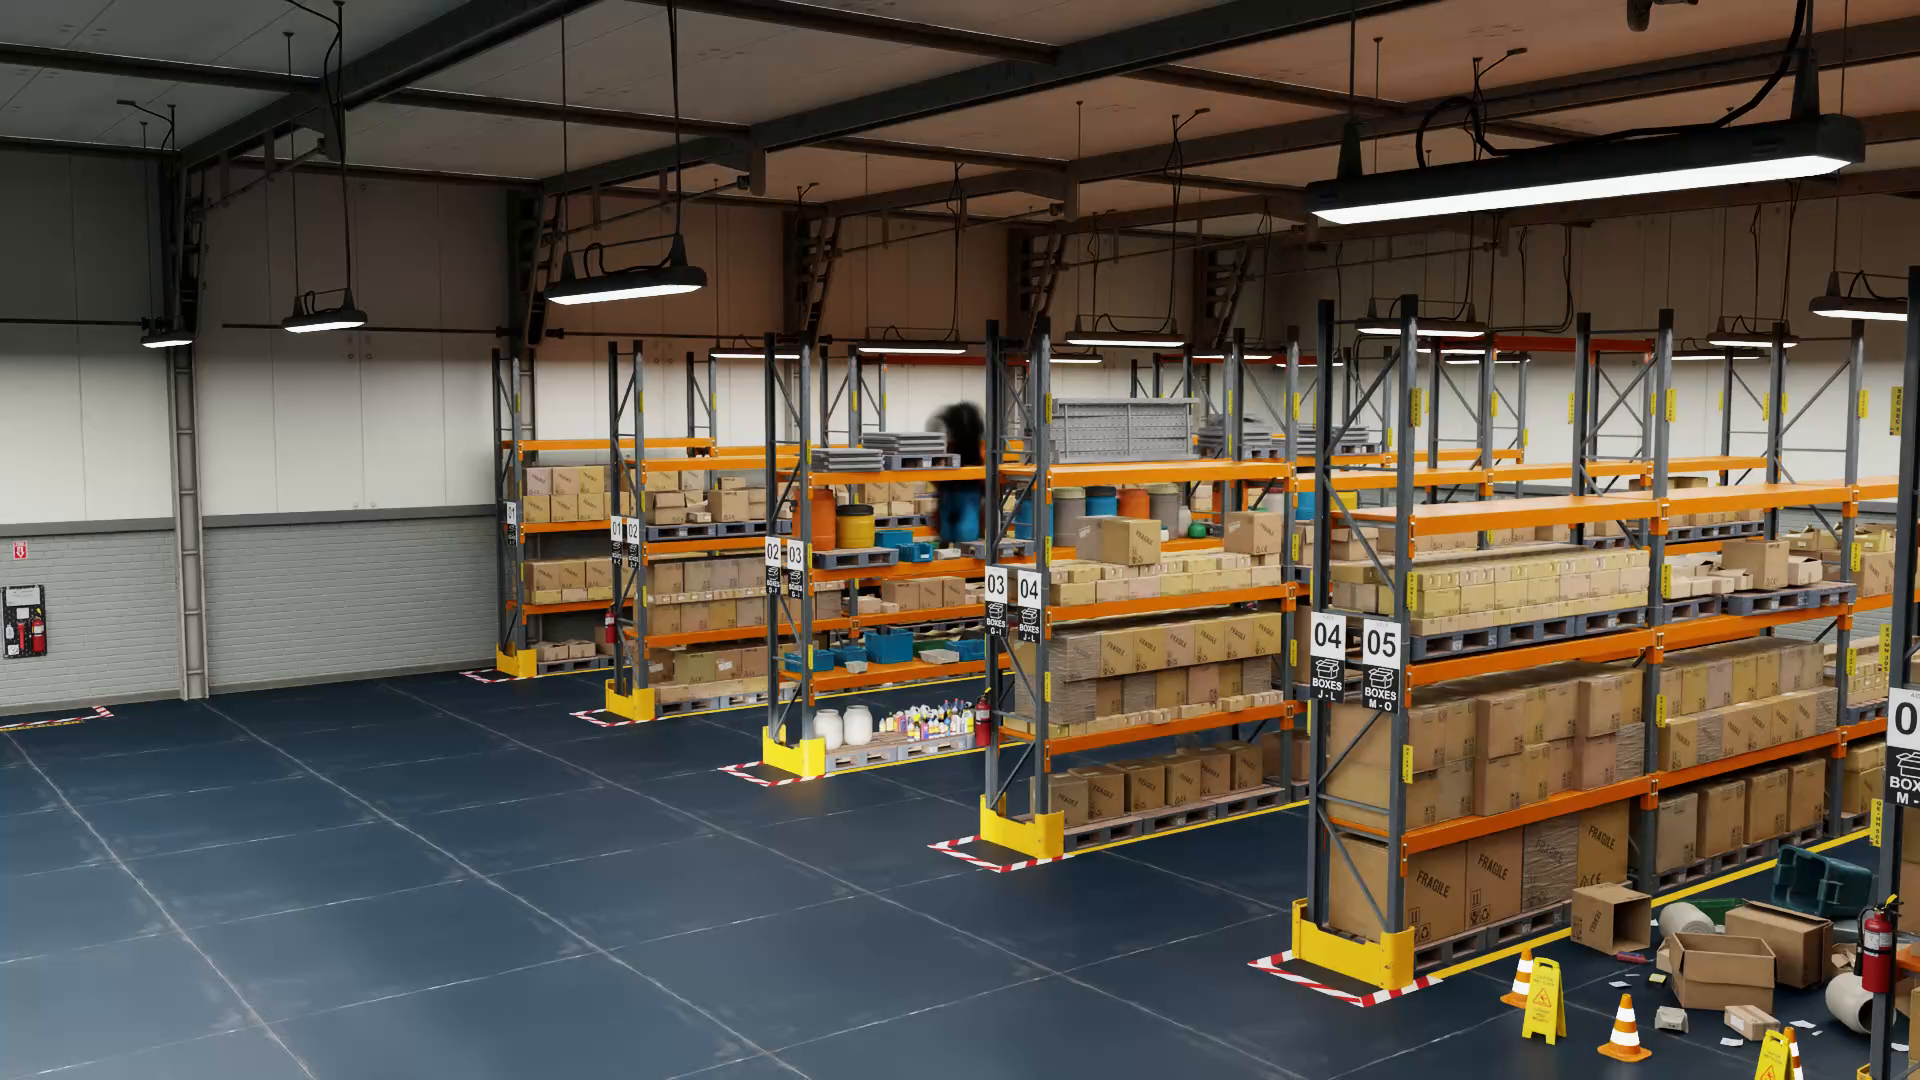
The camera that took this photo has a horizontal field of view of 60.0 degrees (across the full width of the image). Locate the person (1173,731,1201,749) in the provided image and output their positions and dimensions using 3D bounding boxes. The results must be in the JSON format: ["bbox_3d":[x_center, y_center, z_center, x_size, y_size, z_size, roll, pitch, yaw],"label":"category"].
[{"bbox_3d":[3.095,2.319,22.874,0.806,1.739,0.588,-3,6,-33],"label":"person"}]
